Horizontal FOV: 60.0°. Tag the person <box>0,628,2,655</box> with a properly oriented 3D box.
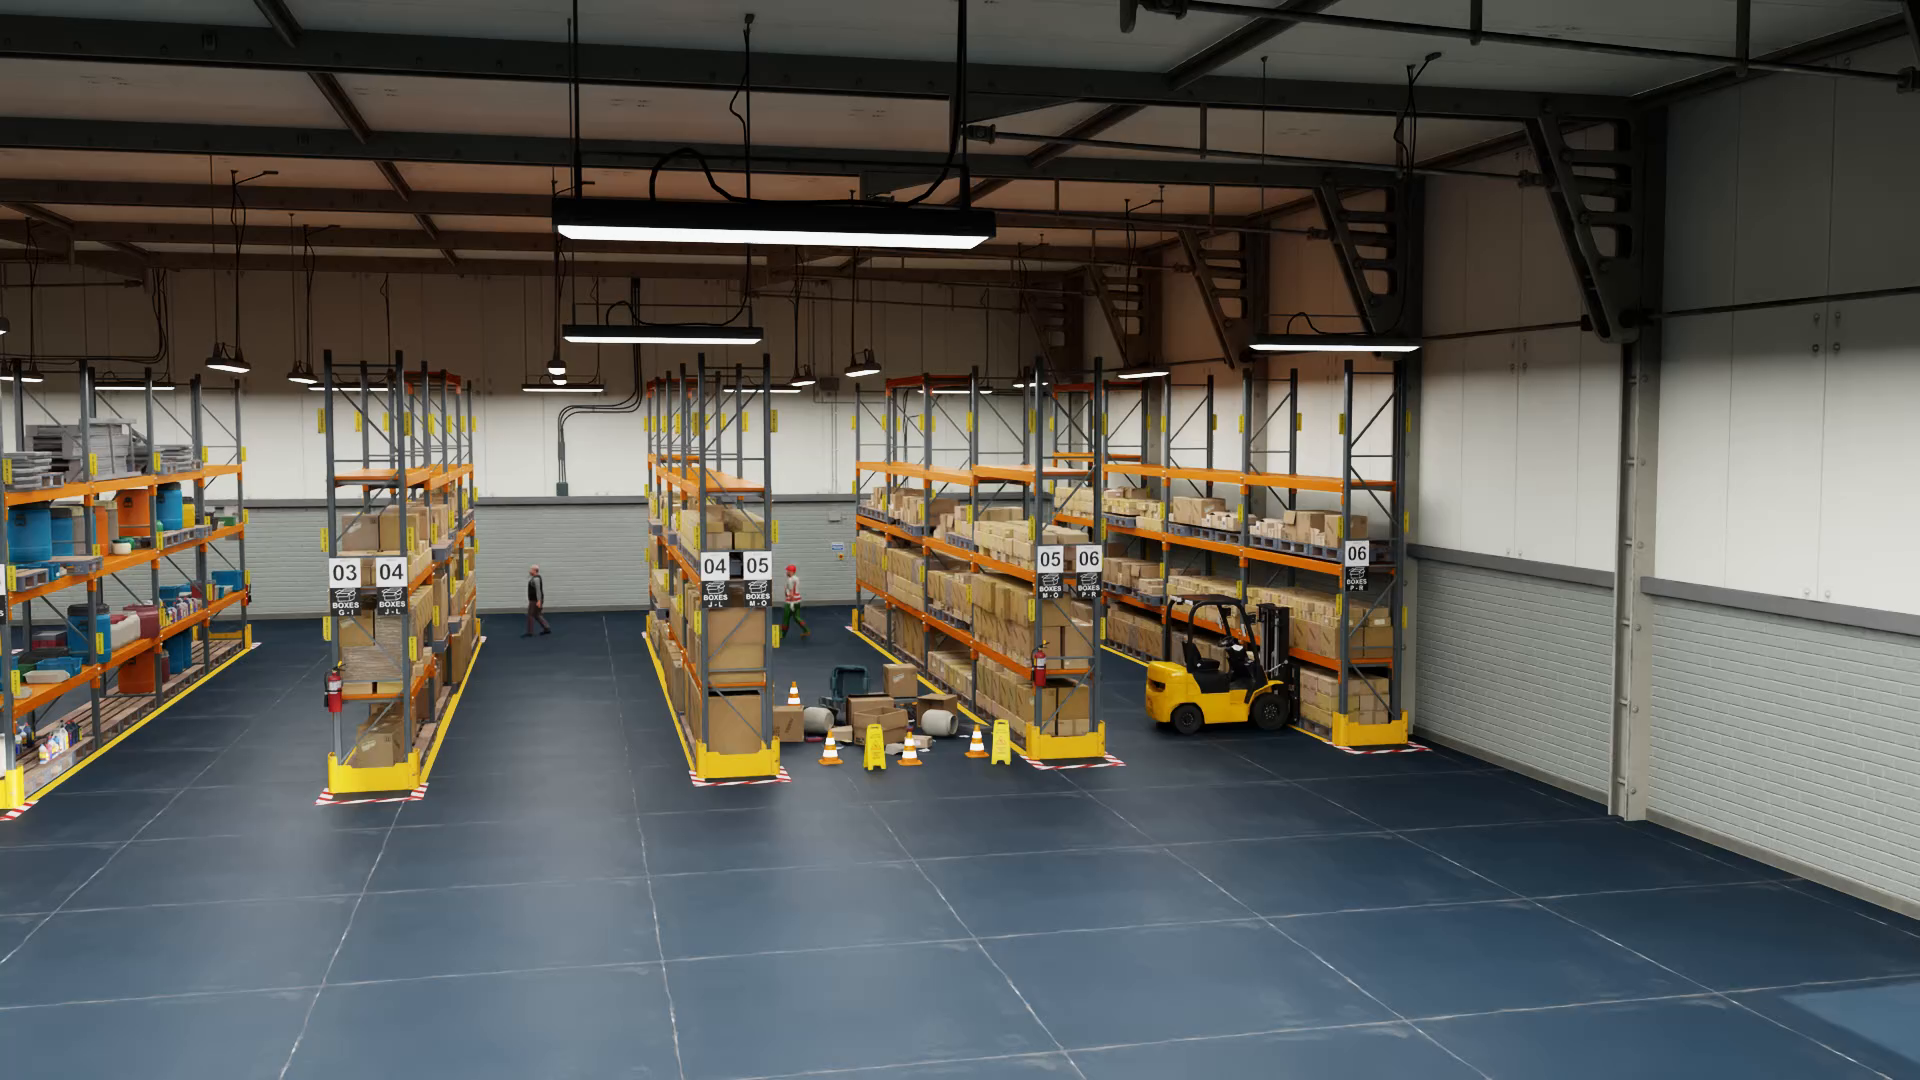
[{"bbox_3d":[-16.537,2.231,28.435,0.420,1.569,0.535,0,4,-3],"label":"person"}]

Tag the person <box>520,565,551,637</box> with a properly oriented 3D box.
[{"bbox_3d":[-10.011,1.444,39.152,0.731,1.729,0.593,-1,4,-8],"label":"person"}]

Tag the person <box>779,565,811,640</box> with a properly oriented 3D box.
[{"bbox_3d":[-3.926,1.448,38.569,0.939,1.759,0.597,1,4,17],"label":"person"}]
